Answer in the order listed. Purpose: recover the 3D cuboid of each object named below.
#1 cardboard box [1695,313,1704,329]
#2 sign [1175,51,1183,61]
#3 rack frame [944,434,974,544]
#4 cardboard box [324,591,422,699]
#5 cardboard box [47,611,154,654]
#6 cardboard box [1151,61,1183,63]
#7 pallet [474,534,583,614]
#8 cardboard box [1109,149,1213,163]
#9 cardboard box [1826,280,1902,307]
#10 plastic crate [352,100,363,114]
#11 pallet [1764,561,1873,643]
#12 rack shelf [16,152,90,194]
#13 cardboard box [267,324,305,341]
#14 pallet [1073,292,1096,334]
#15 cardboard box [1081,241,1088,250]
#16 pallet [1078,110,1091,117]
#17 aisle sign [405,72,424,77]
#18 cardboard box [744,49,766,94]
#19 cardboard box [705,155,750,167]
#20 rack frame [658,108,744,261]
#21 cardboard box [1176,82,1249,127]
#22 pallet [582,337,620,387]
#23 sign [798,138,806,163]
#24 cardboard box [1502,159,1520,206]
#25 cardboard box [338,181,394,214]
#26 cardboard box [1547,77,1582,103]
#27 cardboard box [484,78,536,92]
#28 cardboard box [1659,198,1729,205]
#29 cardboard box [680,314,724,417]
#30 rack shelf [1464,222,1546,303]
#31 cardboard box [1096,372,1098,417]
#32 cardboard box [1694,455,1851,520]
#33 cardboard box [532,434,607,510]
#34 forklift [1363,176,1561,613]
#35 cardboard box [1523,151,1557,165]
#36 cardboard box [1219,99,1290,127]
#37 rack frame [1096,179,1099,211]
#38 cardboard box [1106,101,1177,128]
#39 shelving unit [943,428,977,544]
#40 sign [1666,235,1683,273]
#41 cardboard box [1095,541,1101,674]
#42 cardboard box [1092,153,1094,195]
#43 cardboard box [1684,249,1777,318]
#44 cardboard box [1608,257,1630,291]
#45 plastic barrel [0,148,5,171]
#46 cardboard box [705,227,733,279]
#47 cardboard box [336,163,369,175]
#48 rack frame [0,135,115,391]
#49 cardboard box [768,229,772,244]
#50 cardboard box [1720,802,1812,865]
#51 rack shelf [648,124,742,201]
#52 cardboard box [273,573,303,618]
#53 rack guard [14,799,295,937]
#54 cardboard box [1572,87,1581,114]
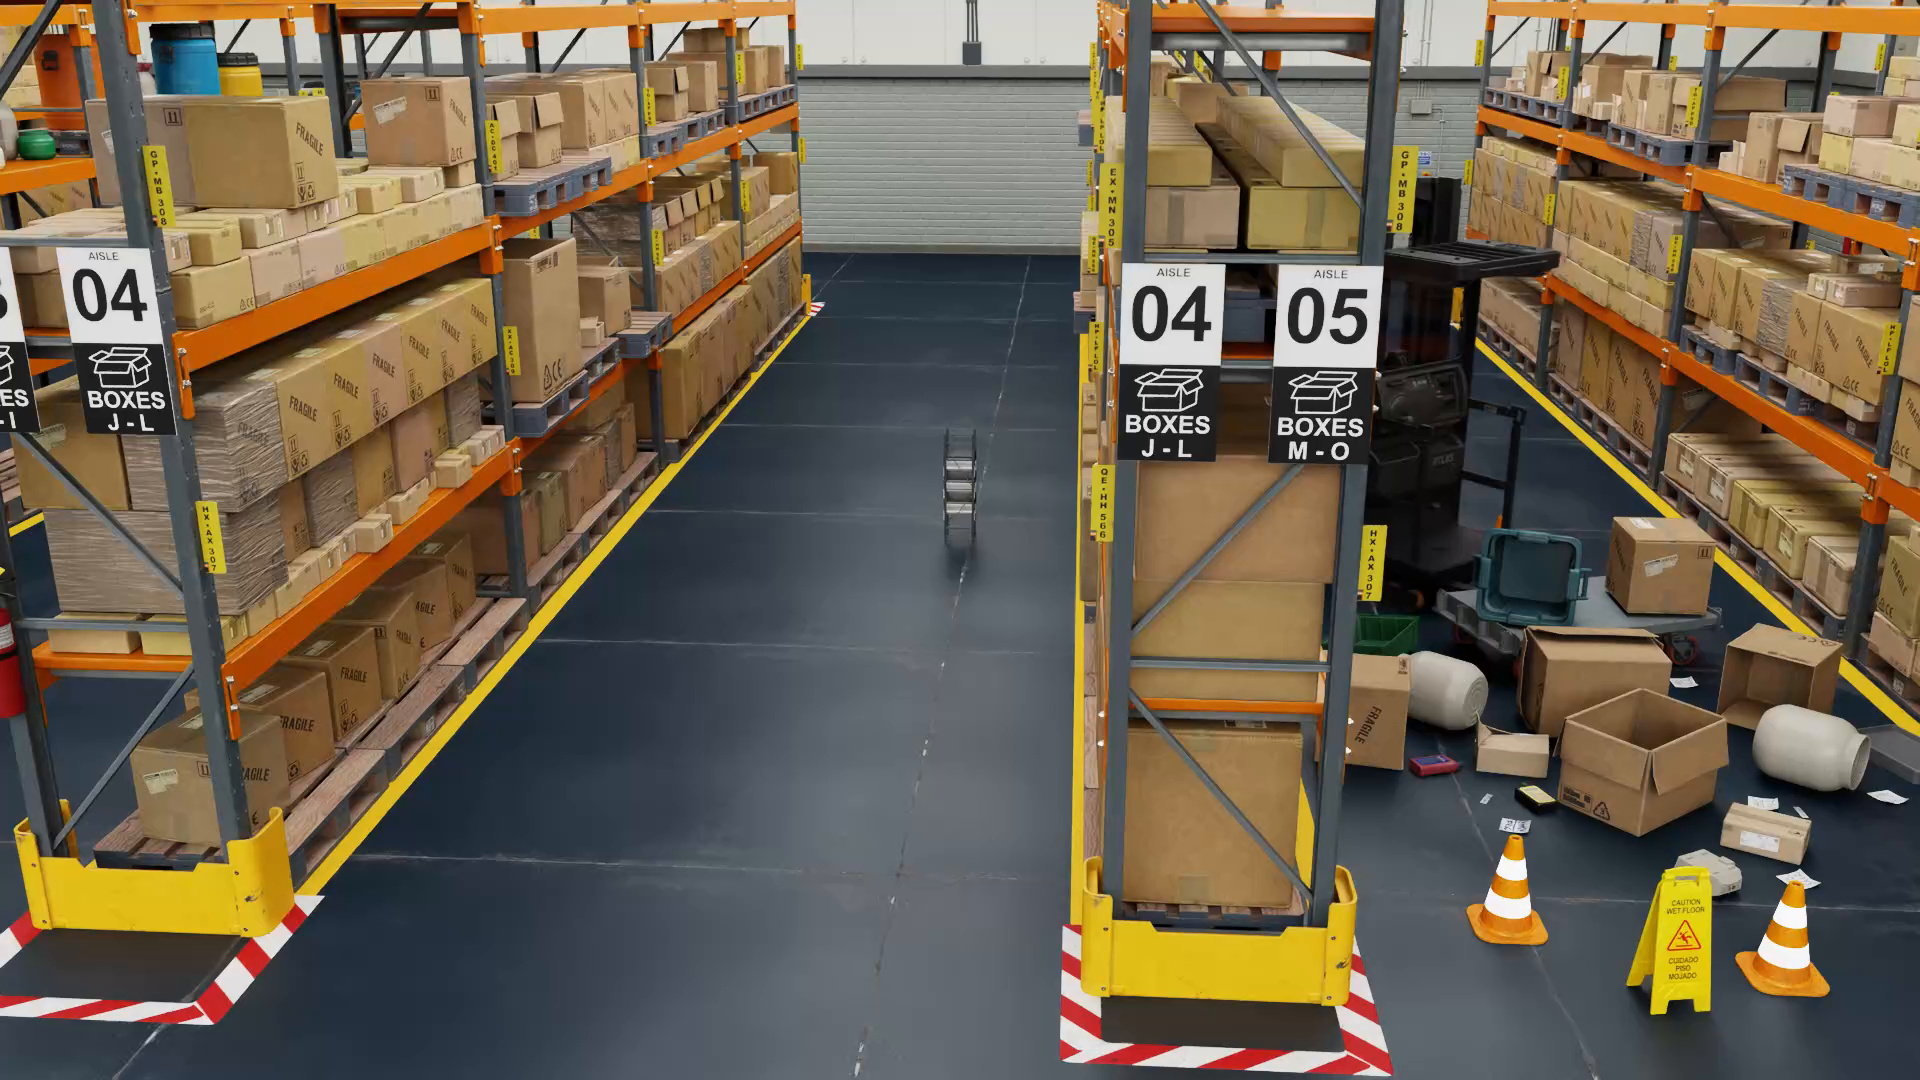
[{"bbox_3d":[6.439,-1.859,14.009,0.380,0.149,0.250,0,18,1],"label":"cardboard box"},{"bbox_3d":[2.829,-6.267,21.493,0.100,0.325,0.005,1,18,4],"label":"sign"},{"bbox_3d":[-0.007,-0.399,13.194,0.240,0.900,0.006,1,18,4],"label":"rack frame"},{"bbox_3d":[-3.592,0.630,10.024,0.500,0.500,0.500,0,18,-1],"label":"cardboard box"},{"bbox_3d":[-3.996,0.414,7.746,0.380,0.149,0.250,1,18,4],"label":"cardboard box"},{"bbox_3d":[2.394,-5.471,19.281,0.380,0.149,0.250,2,18,7],"label":"cardboard box"},{"bbox_3d":[-3.469,0.229,12.386,1.003,0.211,1.213,1,18,4],"label":"pallet"},{"bbox_3d":[0.996,-1.839,8.329,0.500,0.250,0.500,1,18,4],"label":"cardboard box"},{"bbox_3d":[6.205,-1.693,11.418,0.380,0.149,0.250,1,18,2],"label":"cardboard box"},{"bbox_3d":[-7.504,-5.345,20.524,0.437,0.136,0.530,1,18,4],"label":"plastic crate"},{"bbox_3d":[6.415,0.450,11.711,1.003,0.211,1.213,1,18,4],"label":"pallet"},{"bbox_3d":[-8.034,-3.912,16.884,1.077,0.370,4.000,1,18,4],"label":"rack shelf"},{"bbox_3d":[-3.905,-0.918,9.165,0.500,0.500,0.500,1,18,4],"label":"cardboard box"},{"bbox_3d":[1.648,-2.087,15.284,1.213,0.211,1.003,1,18,4],"label":"pallet"},{"bbox_3d":[1.335,-2.723,15.688,0.380,0.149,0.250,2,18,6],"label":"cardboard box"},{"bbox_3d":[1.839,-4.344,17.347,1.213,0.211,1.003,1,18,4],"label":"pallet"},{"bbox_3d":[-7.306,-5.943,22.569,0.394,0.787,0.004,1,18,4],"label":"aisle sign"},{"bbox_3d":[-2.732,-5.630,19.974,0.700,0.500,0.500,2,18,6],"label":"cardboard box"},{"bbox_3d":[-3.003,-4.710,21.538,0.500,0.500,0.500,1,18,3],"label":"cardboard box"},{"bbox_3d":[-2.950,-3.339,18.797,1.000,3.000,0.127,1,18,4],"label":"rack frame"},{"bbox_3d":[1.858,-3.129,12.341,0.500,0.500,0.500,1,18,4],"label":"cardboard box"},{"bbox_3d":[-3.338,-1.390,13.156,1.003,0.211,1.213,1,18,4],"label":"pallet"},{"bbox_3d":[-2.123,-5.228,22.321,0.100,0.325,0.005,1,18,4],"label":"sign"},{"bbox_3d":[6.809,-4.265,19.855,0.500,0.500,0.500,1,18,4],"label":"cardboard box"},{"bbox_3d":[-3.348,-1.881,9.131,0.380,0.149,0.250,2,18,6],"label":"cardboard box"},{"bbox_3d":[6.661,-4.932,18.222,0.396,0.266,0.258,2,18,6],"label":"cardboard box"},{"bbox_3d":[-3.596,-3.353,13.059,0.500,0.500,0.500,1,18,2],"label":"cardboard box"},{"bbox_3d":[7.045,-3.017,16.048,0.500,0.500,0.500,2,18,5],"label":"cardboard box"},{"bbox_3d":[-3.095,-1.777,16.768,1.225,0.875,0.875,1,18,4],"label":"cardboard box"},{"bbox_3d":[7.078,-3.397,20.129,1.077,0.370,4.000,1,18,4],"label":"rack shelf"},{"bbox_3d":[1.223,-1.085,11.757,0.500,0.500,0.500,1,18,3],"label":"cardboard box"},{"bbox_3d":[6.552,-0.422,13.439,0.950,0.372,0.625,1,18,3],"label":"cardboard box"},{"bbox_3d":[-3.326,-0.561,13.625,0.700,0.500,0.500,3,18,9],"label":"cardboard box"},{"bbox_3d":[3.474,-1.045,11.905,1.130,2.935,3.031,-12,22,-33],"label":"forklift"},{"bbox_3d":[6.794,-4.447,19.370,0.380,0.149,0.250,1,18,3],"label":"cardboard box"},{"bbox_3d":[1.690,-2.445,9.539,0.380,0.149,0.250,1,18,4],"label":"cardboard box"},{"bbox_3d":[1.990,-3.197,18.363,1.000,3.000,0.127,1,18,4],"label":"rack frame"},{"bbox_3d":[1.016,-2.381,9.344,0.380,0.149,0.250,1,18,3],"label":"cardboard box"},{"bbox_3d":[0.001,-0.430,13.291,0.258,0.900,0.210,1,18,4],"label":"shelving unit"},{"bbox_3d":[6.094,-2.437,14.185,0.100,0.325,0.005,1,18,4],"label":"sign"},{"bbox_3d":[1.301,0.291,10.455,0.875,0.875,0.875,2,18,5],"label":"cardboard box"},{"bbox_3d":[1.786,-4.174,19.100,0.500,0.500,0.500,1,18,2],"label":"cardboard box"},{"bbox_3d":[6.385,-2.130,13.792,0.500,0.500,0.500,1,18,2],"label":"cardboard box"},{"bbox_3d":[6.478,-2.517,15.725,0.500,0.250,0.500,1,18,2],"label":"cardboard box"},{"bbox_3d":[-8.035,-3.167,13.676,0.301,0.262,0.301,0,18,0],"label":"plastic barrel"},{"bbox_3d":[-2.754,-3.082,17.851,0.500,0.500,0.500,2,18,6],"label":"cardboard box"},{"bbox_3d":[-3.805,-2.220,10.164,0.380,0.149,0.250,0,18,1],"label":"cardboard box"},{"bbox_3d":[-8.177,-2.208,15.343,1.000,3.000,0.127,1,18,4],"label":"rack frame"},{"bbox_3d":[-2.505,-3.707,20.322,0.380,0.149,0.250,1,18,5],"label":"cardboard box"},{"bbox_3d":[4.153,1.512,8.571,0.380,0.149,0.250,12,22,32],"label":"cardboard box"},{"bbox_3d":[-3.093,-3.802,16.546,1.077,0.370,4.000,1,18,4],"label":"rack shelf"},{"bbox_3d":[-3.482,0.269,8.187,0.380,0.149,0.250,1,18,4],"label":"cardboard box"},{"bbox_3d":[-3.805,1.552,7.884,1.175,0.500,0.348,1,18,4],"label":"rack guard"},{"bbox_3d":[6.549,-4.532,17.160,0.396,0.266,0.258,1,18,3],"label":"cardboard box"}]
